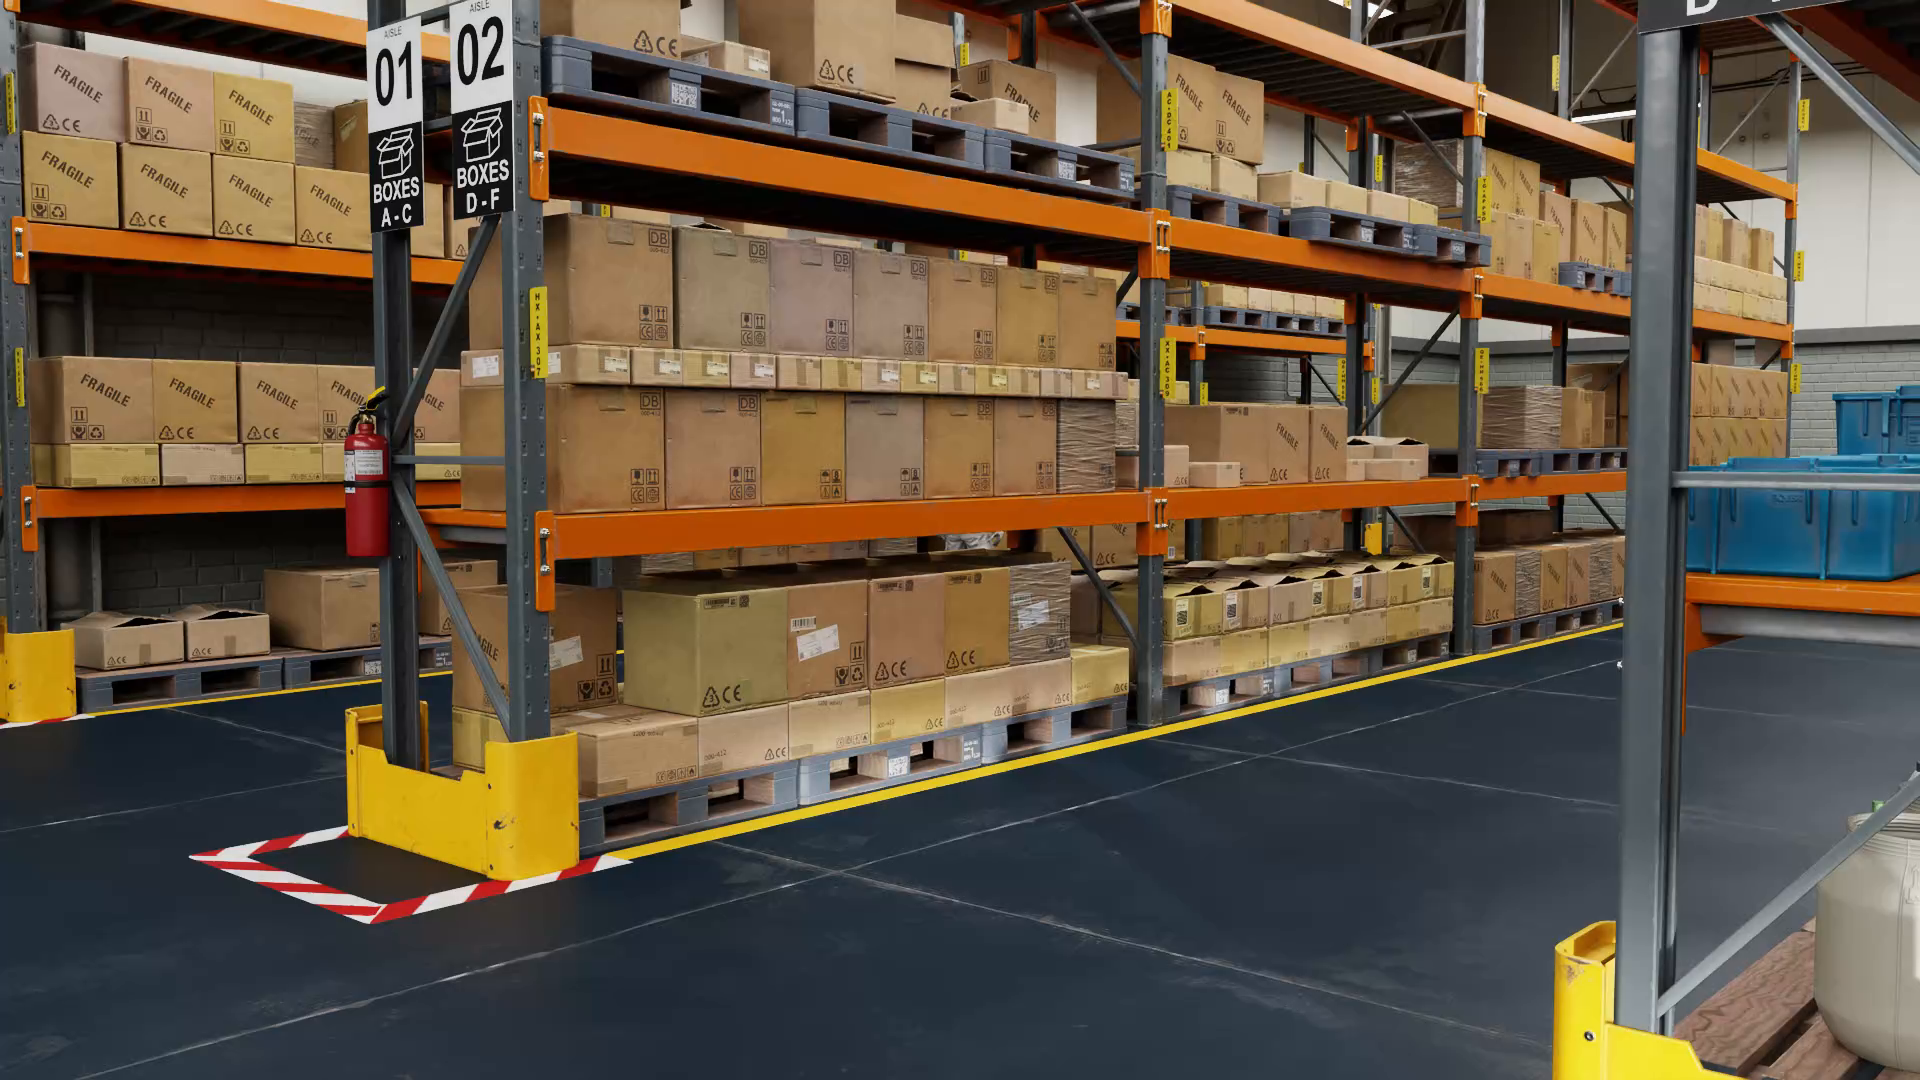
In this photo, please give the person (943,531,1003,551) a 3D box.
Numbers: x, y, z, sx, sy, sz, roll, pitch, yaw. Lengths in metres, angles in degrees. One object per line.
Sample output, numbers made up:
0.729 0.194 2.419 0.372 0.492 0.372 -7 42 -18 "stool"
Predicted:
0.086 -0.110 13.351 0.608 1.779 0.453 3 5 41 "person"
